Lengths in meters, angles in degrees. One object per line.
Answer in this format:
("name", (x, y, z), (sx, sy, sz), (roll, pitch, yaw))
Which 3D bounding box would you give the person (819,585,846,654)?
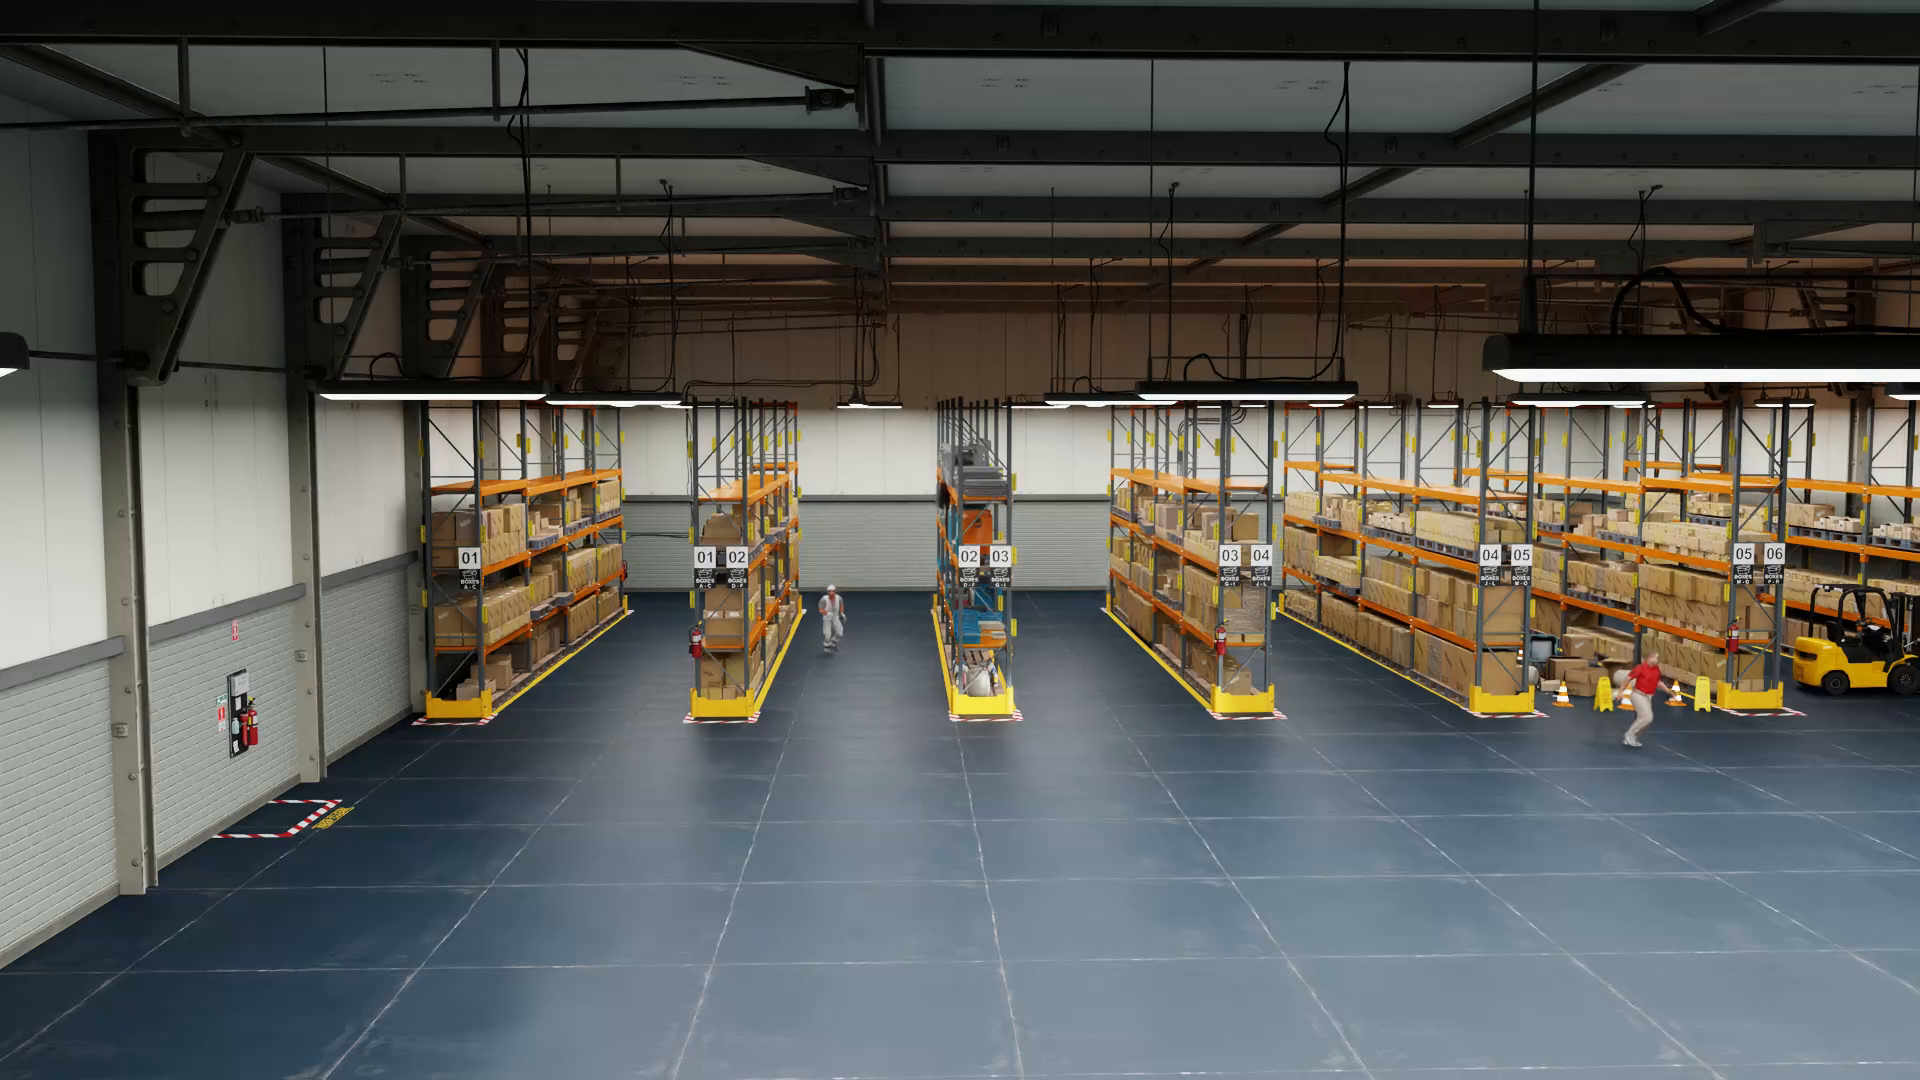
("person", (-2.993, 1.877, 39.040), (0.686, 1.676, 0.790), (-2, 5, -22))

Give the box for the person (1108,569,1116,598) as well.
("person", (4.787, 1.085, 50.434), (0.610, 1.495, 0.839), (-3, 5, -34))

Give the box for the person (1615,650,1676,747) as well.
("person", (11.653, 2.697, 28.189), (0.661, 1.668, 0.803), (-3, 6, -38))
